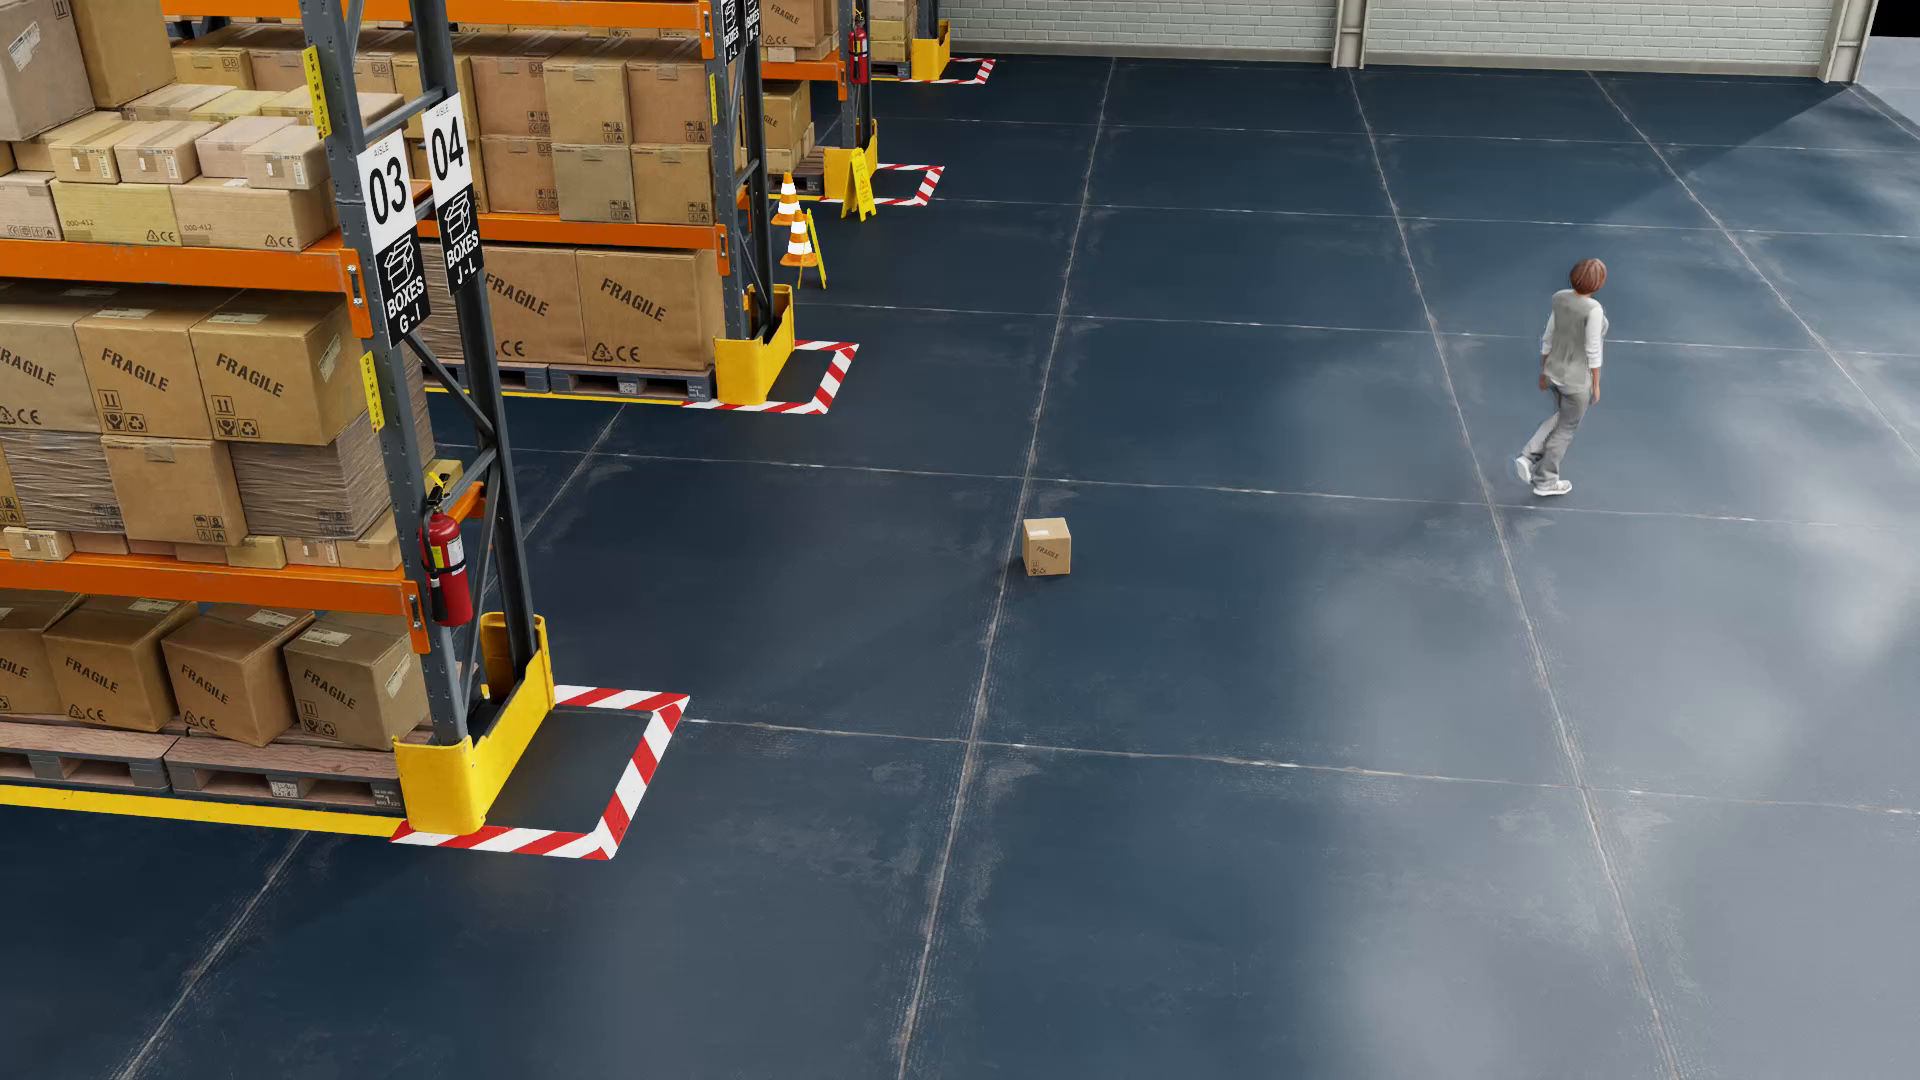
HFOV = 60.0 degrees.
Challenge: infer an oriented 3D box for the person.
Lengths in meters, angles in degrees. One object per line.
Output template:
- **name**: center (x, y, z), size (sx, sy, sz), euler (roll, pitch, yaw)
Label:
- **person**: center (3.824, -1.016, 10.432), size (0.410, 1.590, 0.412), euler (-10, 30, -18)
